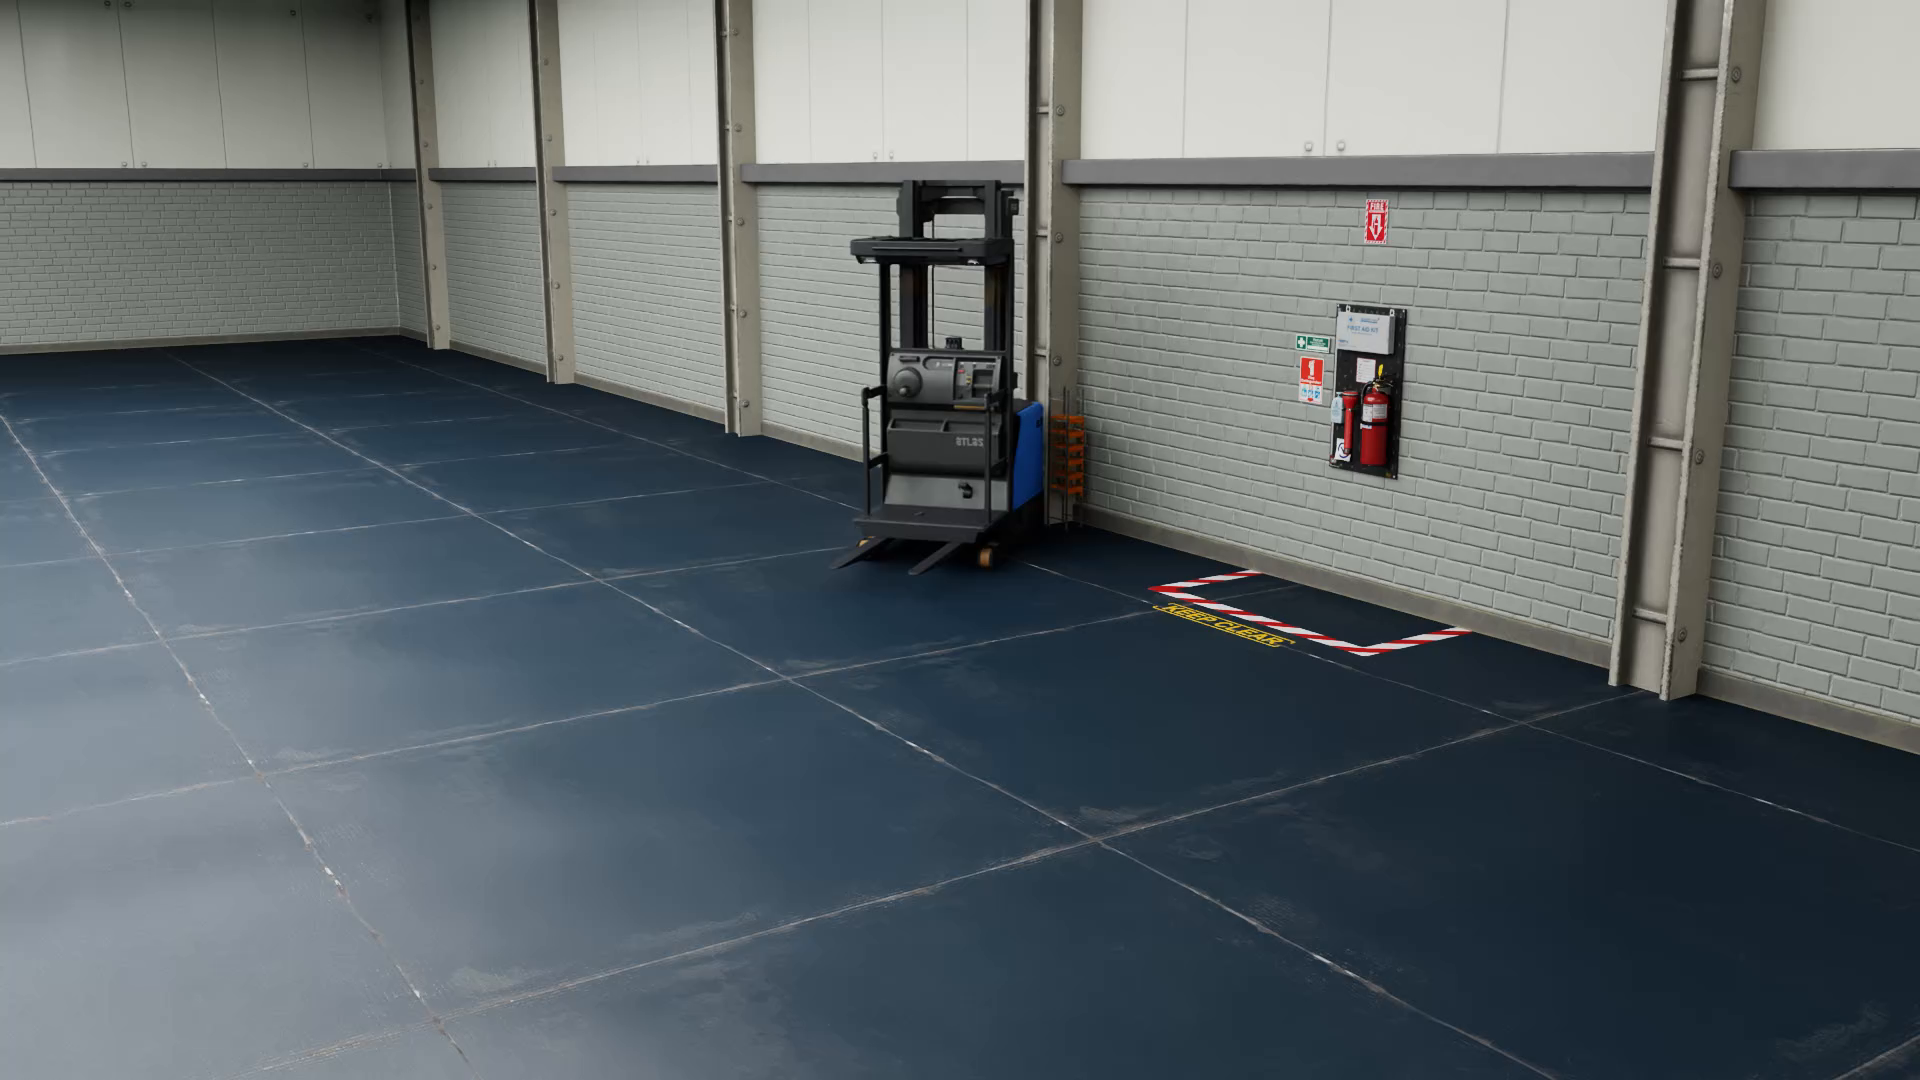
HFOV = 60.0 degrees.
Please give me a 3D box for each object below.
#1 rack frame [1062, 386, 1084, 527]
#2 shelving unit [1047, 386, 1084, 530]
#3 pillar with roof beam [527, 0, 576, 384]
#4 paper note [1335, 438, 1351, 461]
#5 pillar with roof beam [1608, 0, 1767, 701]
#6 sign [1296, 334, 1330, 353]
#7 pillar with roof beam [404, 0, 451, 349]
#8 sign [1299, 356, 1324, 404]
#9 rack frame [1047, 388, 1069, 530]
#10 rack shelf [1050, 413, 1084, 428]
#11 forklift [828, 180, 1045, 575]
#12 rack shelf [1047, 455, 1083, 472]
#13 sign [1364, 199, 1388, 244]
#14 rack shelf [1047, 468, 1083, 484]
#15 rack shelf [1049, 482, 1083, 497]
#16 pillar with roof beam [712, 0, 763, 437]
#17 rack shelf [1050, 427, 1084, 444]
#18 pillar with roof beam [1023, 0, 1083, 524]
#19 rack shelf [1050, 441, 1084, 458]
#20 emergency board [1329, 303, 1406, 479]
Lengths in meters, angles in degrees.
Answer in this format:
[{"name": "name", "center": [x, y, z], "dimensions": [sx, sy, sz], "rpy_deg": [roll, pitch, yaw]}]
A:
[{"name": "rack frame", "center": [0.971, -0.713, 14.315], "dimensions": [0.006, 1.200, 0.240], "rpy_deg": [-11, 17, -41]}, {"name": "shelving unit", "center": [0.904, -0.700, 14.255], "dimensions": [0.189, 1.200, 0.258], "rpy_deg": [-11, 17, -41]}, {"name": "pillar with roof beam", "center": [-9.450, -6.211, 21.201], "dimensions": [9.100, 9.000, 0.400], "rpy_deg": [-8, 15, -33]}, {"name": "paper note", "center": [2.729, -0.642, 11.839], "dimensions": [0.016, 0.148, 0.142], "rpy_deg": [-8, 15, -33]}, {"name": "pillar with roof beam", "center": [0.523, -3.010, 6.563], "dimensions": [9.100, 9.000, 0.400], "rpy_deg": [-8, 15, -33]}, {"name": "sign", "center": [2.544, -1.418, 12.001], "dimensions": [0.001, 0.109, 0.331], "rpy_deg": [-8, 15, -33]}, {"name": "pillar with roof beam", "center": [-12.774, -7.278, 26.081], "dimensions": [9.100, 9.000, 0.400], "rpy_deg": [-8, 15, -33]}, {"name": "sign", "center": [2.549, -1.161, 12.066], "dimensions": [0.001, 0.329, 0.234], "rpy_deg": [-8, 15, -33]}, {"name": "rack frame", "center": [0.836, -0.687, 14.195], "dimensions": [0.006, 1.200, 0.240], "rpy_deg": [-11, 17, -41]}, {"name": "rack shelf", "center": [0.904, -1.008, 14.188], "dimensions": [0.180, 0.103, 0.258], "rpy_deg": [-11, 17, -41]}, {"name": "forklift", "center": [-0.183, -1.303, 12.959], "dimensions": [1.130, 2.935, 3.031], "rpy_deg": [4, 13, 16]}, {"name": "rack shelf", "center": [0.904, -0.657, 14.264], "dimensions": [0.180, 0.103, 0.258], "rpy_deg": [-11, 17, -41]}, {"name": "sign", "center": [2.848, -2.179, 11.377], "dimensions": [0.001, 0.298, 0.199], "rpy_deg": [-8, 15, -33]}, {"name": "rack shelf", "center": [0.904, -0.540, 14.290], "dimensions": [0.180, 0.103, 0.258], "rpy_deg": [-11, 17, -41]}, {"name": "rack shelf", "center": [0.904, -0.422, 14.316], "dimensions": [0.180, 0.103, 0.258], "rpy_deg": [-11, 17, -41]}, {"name": "pillar with roof beam", "center": [-6.126, -5.144, 16.322], "dimensions": [9.100, 9.000, 0.400], "rpy_deg": [-8, 15, -33]}, {"name": "rack shelf", "center": [0.904, -0.891, 14.213], "dimensions": [0.180, 0.103, 0.258], "rpy_deg": [-11, 17, -41]}, {"name": "pillar with roof beam", "center": [-2.801, -4.077, 11.442], "dimensions": [9.100, 9.000, 0.400], "rpy_deg": [-8, 15, -33]}, {"name": "rack shelf", "center": [0.904, -0.774, 14.239], "dimensions": [0.180, 0.103, 0.258], "rpy_deg": [-11, 17, -41]}, {"name": "emergency board", "center": [2.769, -1.033, 11.564], "dimensions": [0.194, 1.169, 0.643], "rpy_deg": [-8, 15, -33]}]
